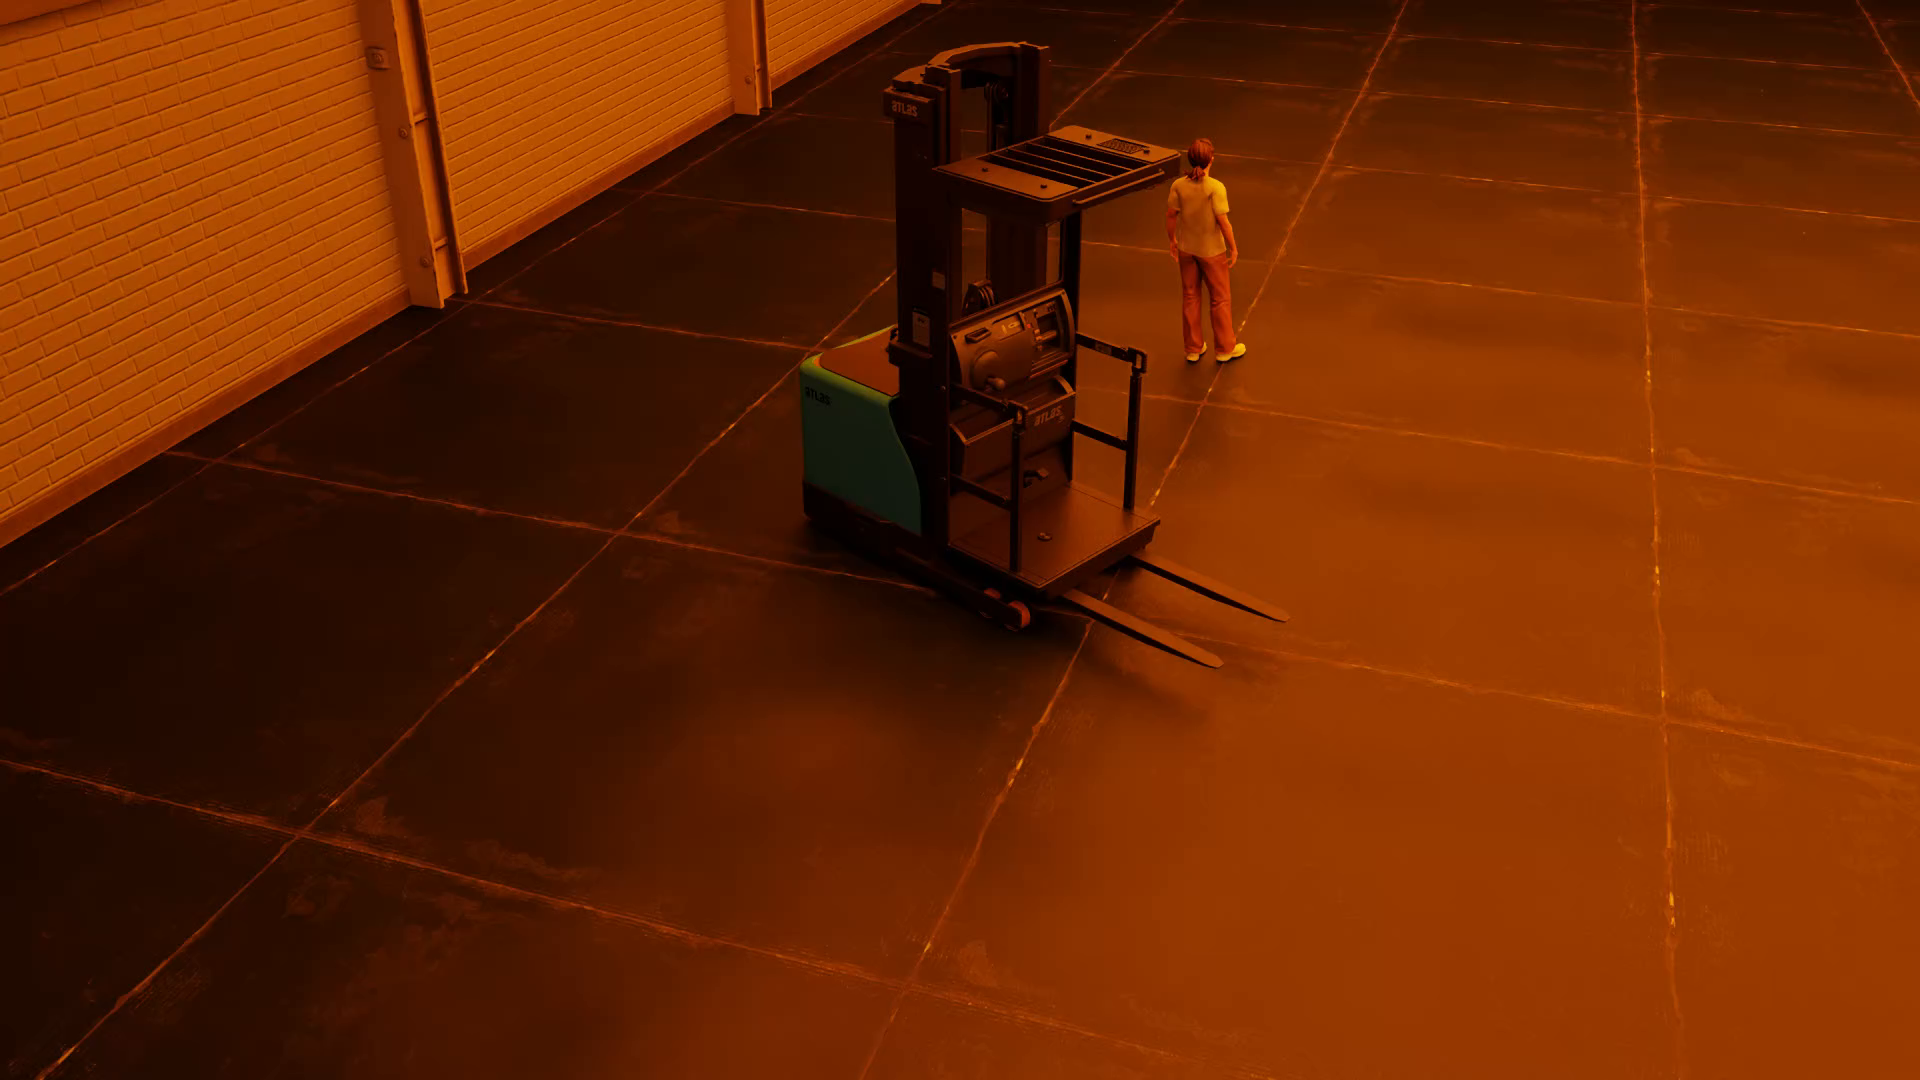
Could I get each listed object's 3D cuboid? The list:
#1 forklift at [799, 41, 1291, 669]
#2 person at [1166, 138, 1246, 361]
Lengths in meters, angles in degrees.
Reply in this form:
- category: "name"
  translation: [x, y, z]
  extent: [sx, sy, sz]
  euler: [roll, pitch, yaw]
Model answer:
- category: "forklift"
  translation: [0.450, -1.061, 8.998]
  extent: [3.031, 2.935, 1.130]
  euler: [25, 38, 37]
- category: "person"
  translation: [1.794, -2.114, 12.098]
  extent: [0.554, 1.676, 0.550]
  euler: [19, 35, 29]
